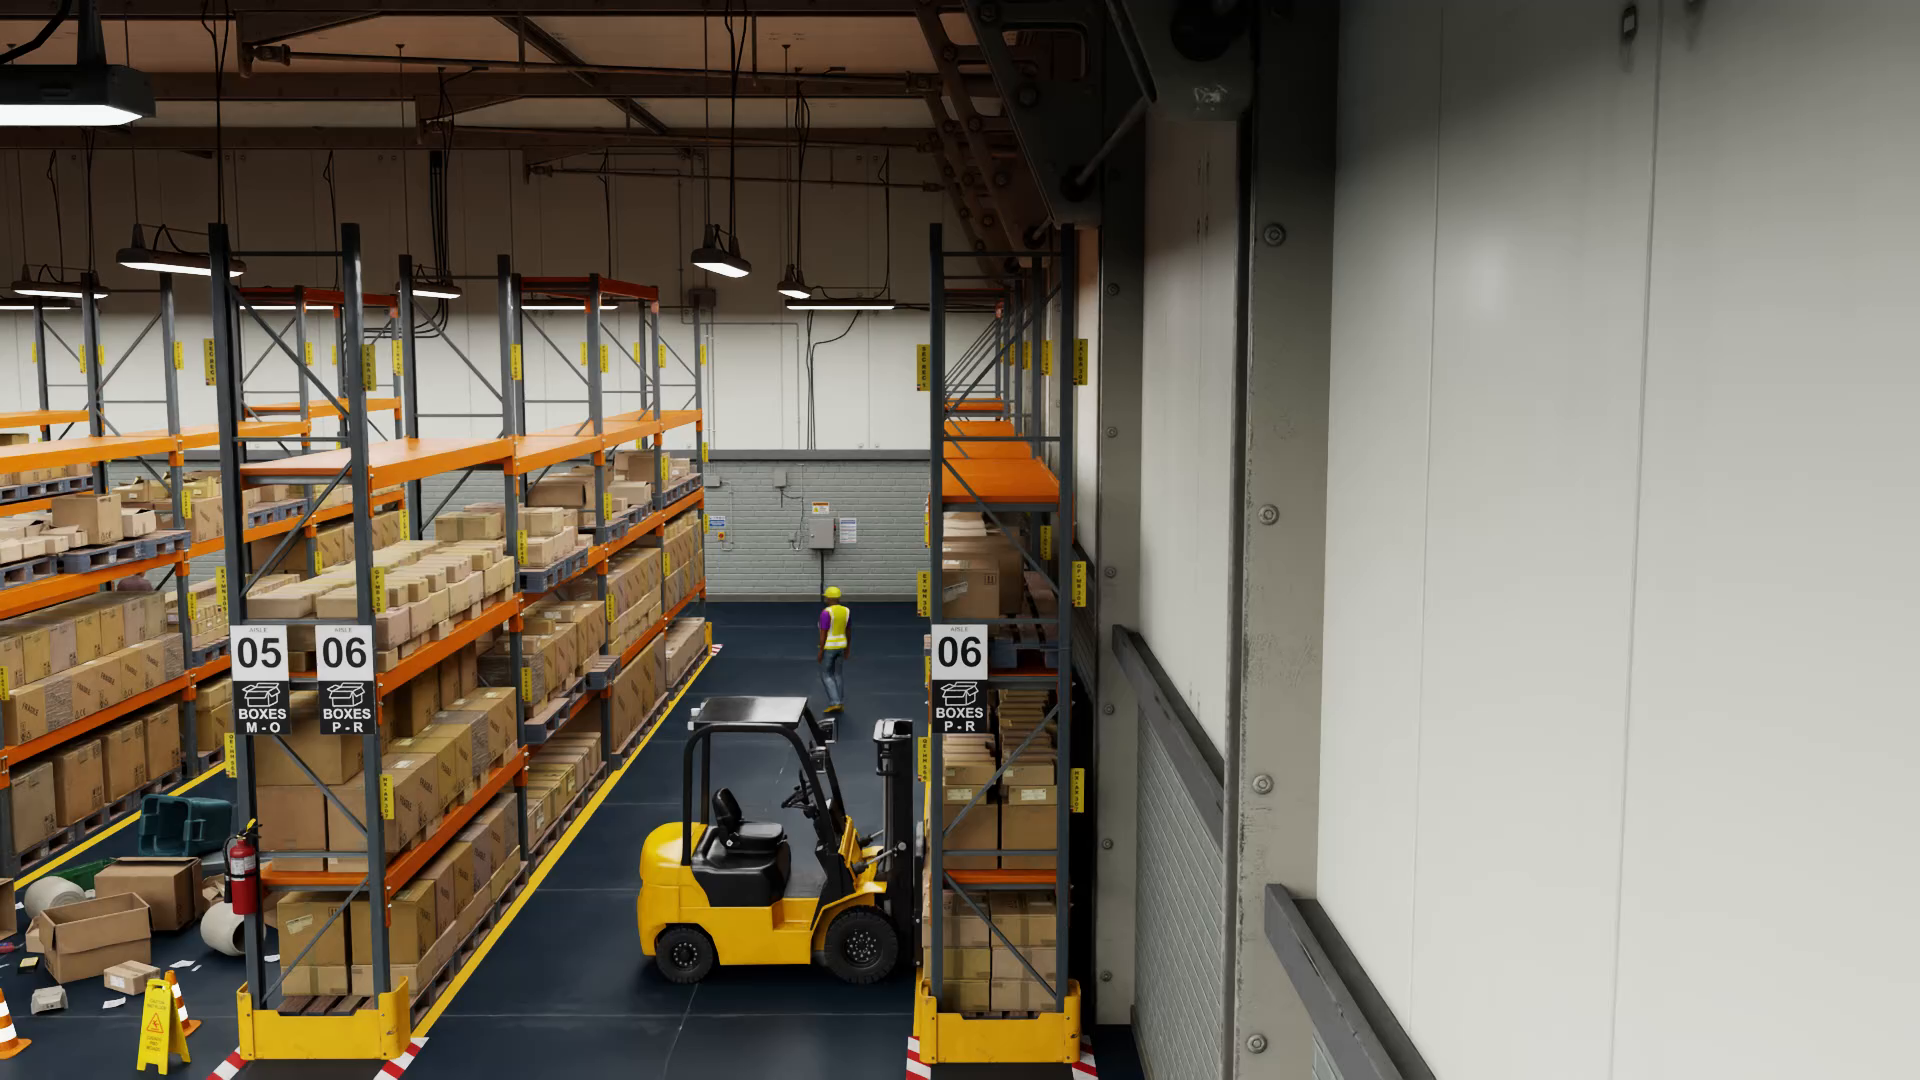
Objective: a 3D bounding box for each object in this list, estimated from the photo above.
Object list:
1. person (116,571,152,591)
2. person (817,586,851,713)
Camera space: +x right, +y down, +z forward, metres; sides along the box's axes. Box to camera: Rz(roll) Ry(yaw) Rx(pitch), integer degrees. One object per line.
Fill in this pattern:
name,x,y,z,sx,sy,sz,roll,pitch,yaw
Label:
person,-13.051,1.243,26.199,0.657,1.753,0.746,0,7,0
person,-1.785,1.568,23.572,0.623,1.819,0.429,-7,9,-44
